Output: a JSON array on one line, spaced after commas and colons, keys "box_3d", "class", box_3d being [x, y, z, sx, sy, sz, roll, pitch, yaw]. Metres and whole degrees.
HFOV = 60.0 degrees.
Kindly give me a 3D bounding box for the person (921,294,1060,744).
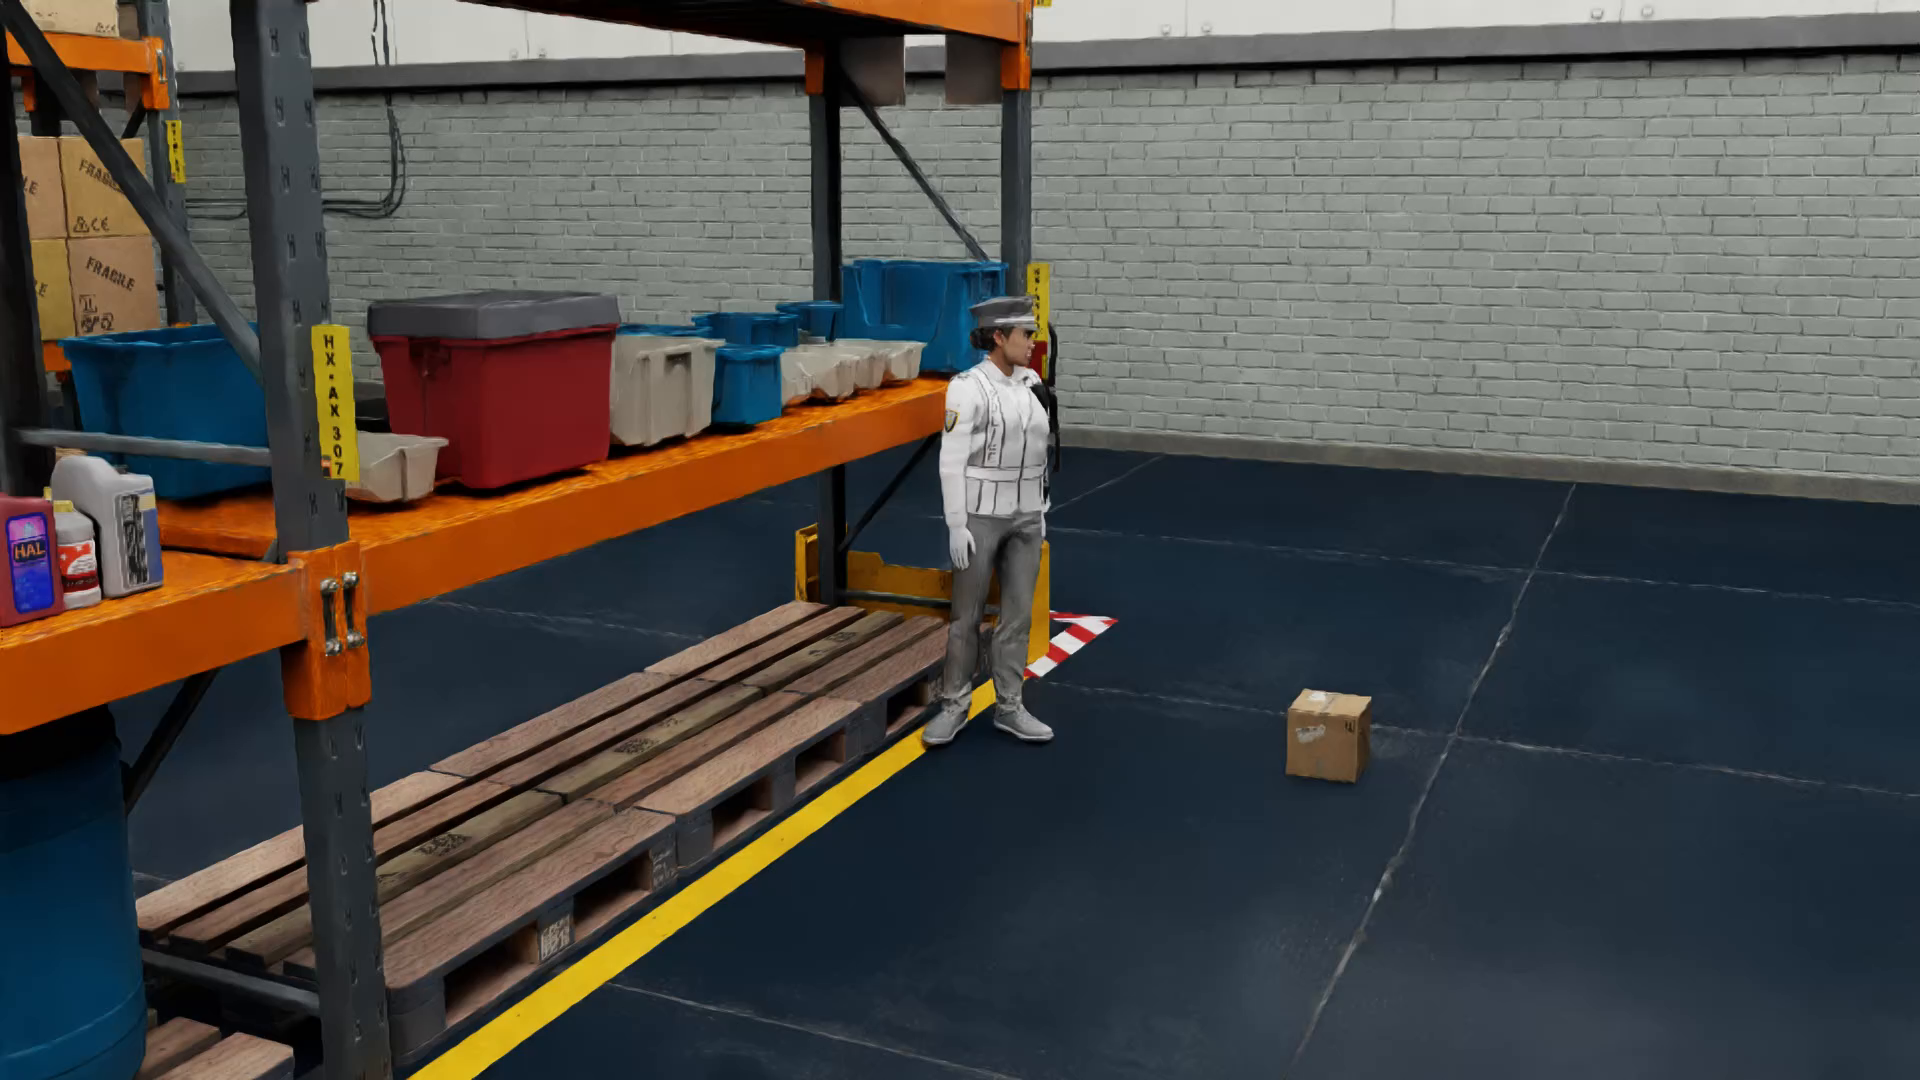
[{"box_3d": [0.123, -0.068, 6.194, 0.567, 1.676, 0.380, -8, 15, -33], "class": "person"}]
